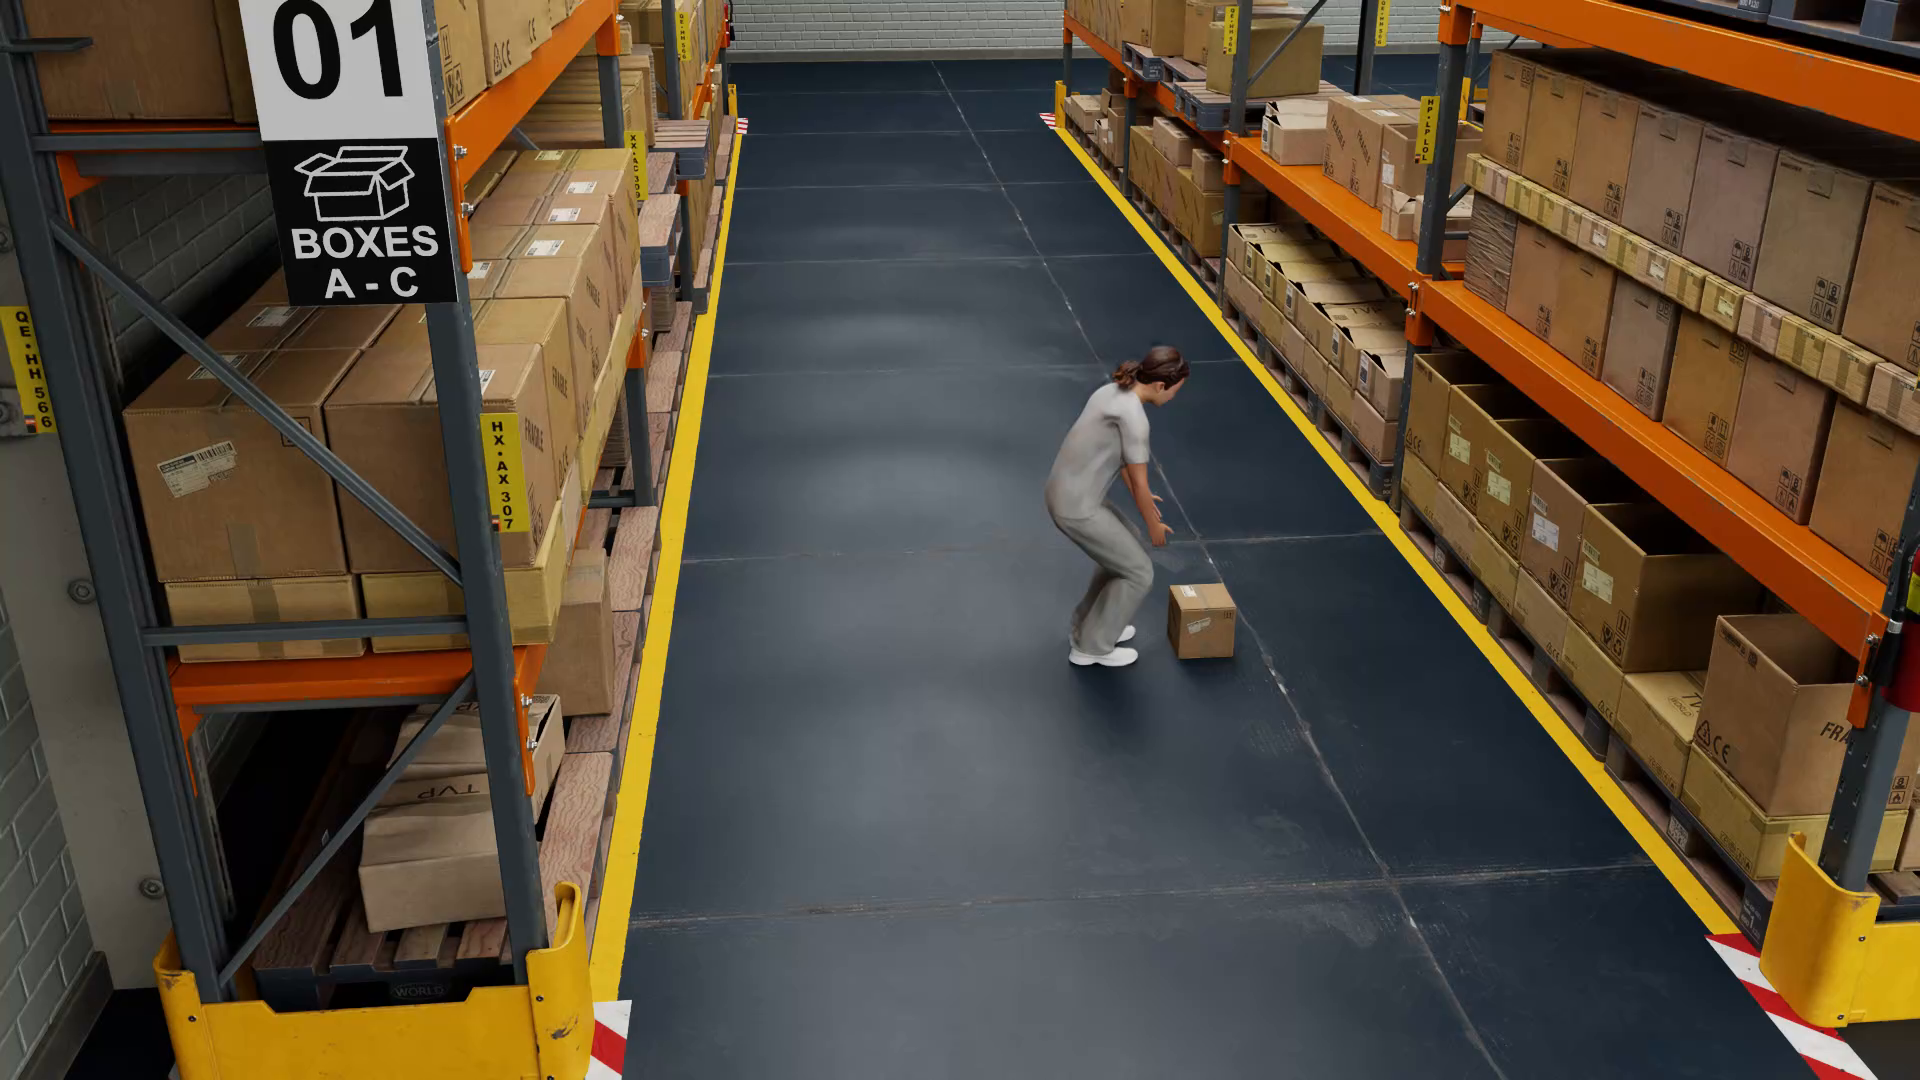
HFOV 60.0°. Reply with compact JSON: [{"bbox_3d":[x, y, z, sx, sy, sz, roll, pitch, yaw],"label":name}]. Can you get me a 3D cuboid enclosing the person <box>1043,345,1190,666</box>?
[{"bbox_3d":[0.670,-0.161,7.296,0.616,1.417,0.490,-2,24,-5],"label":"person"}]
